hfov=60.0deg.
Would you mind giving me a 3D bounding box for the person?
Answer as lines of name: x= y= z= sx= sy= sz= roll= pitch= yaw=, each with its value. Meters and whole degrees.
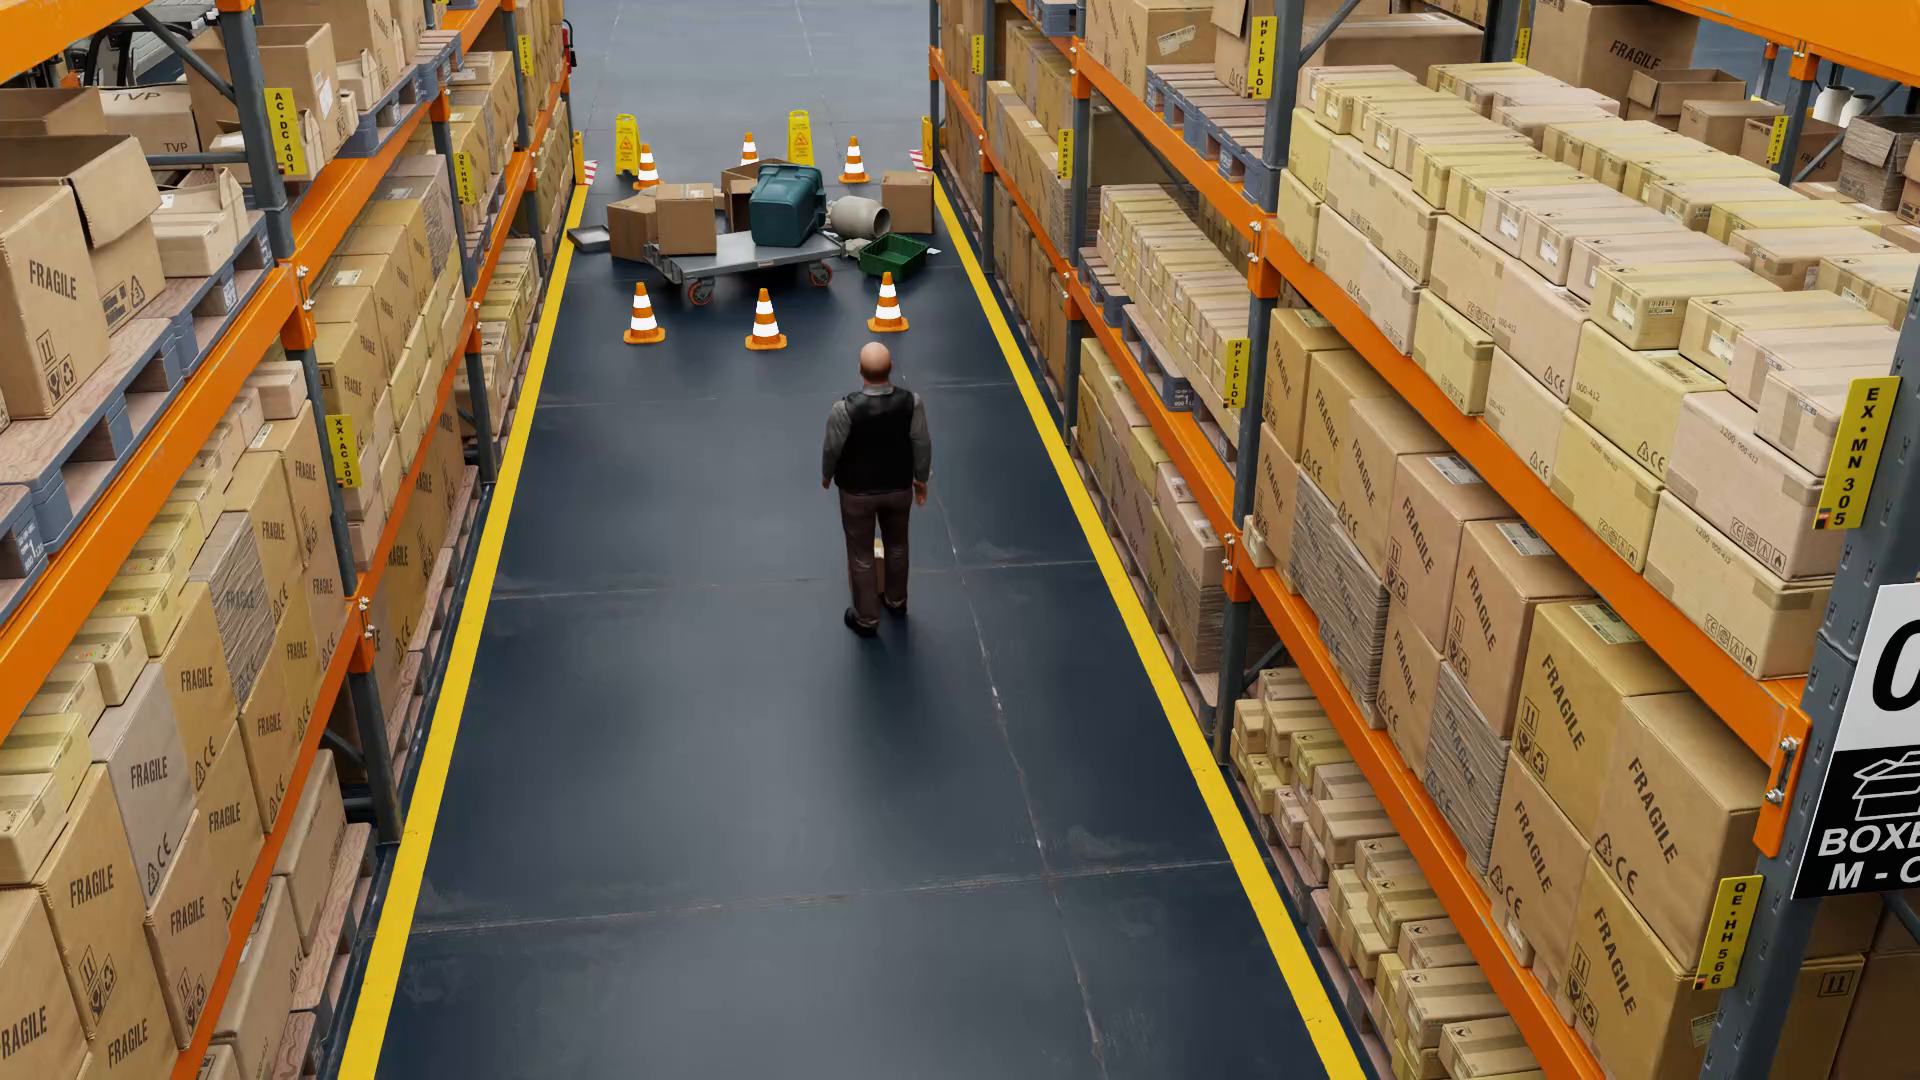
person: x=-0.490 y=-0.308 z=9.253 sx=0.591 sy=1.740 sz=0.526 roll=-9 pitch=28 yaw=-18
